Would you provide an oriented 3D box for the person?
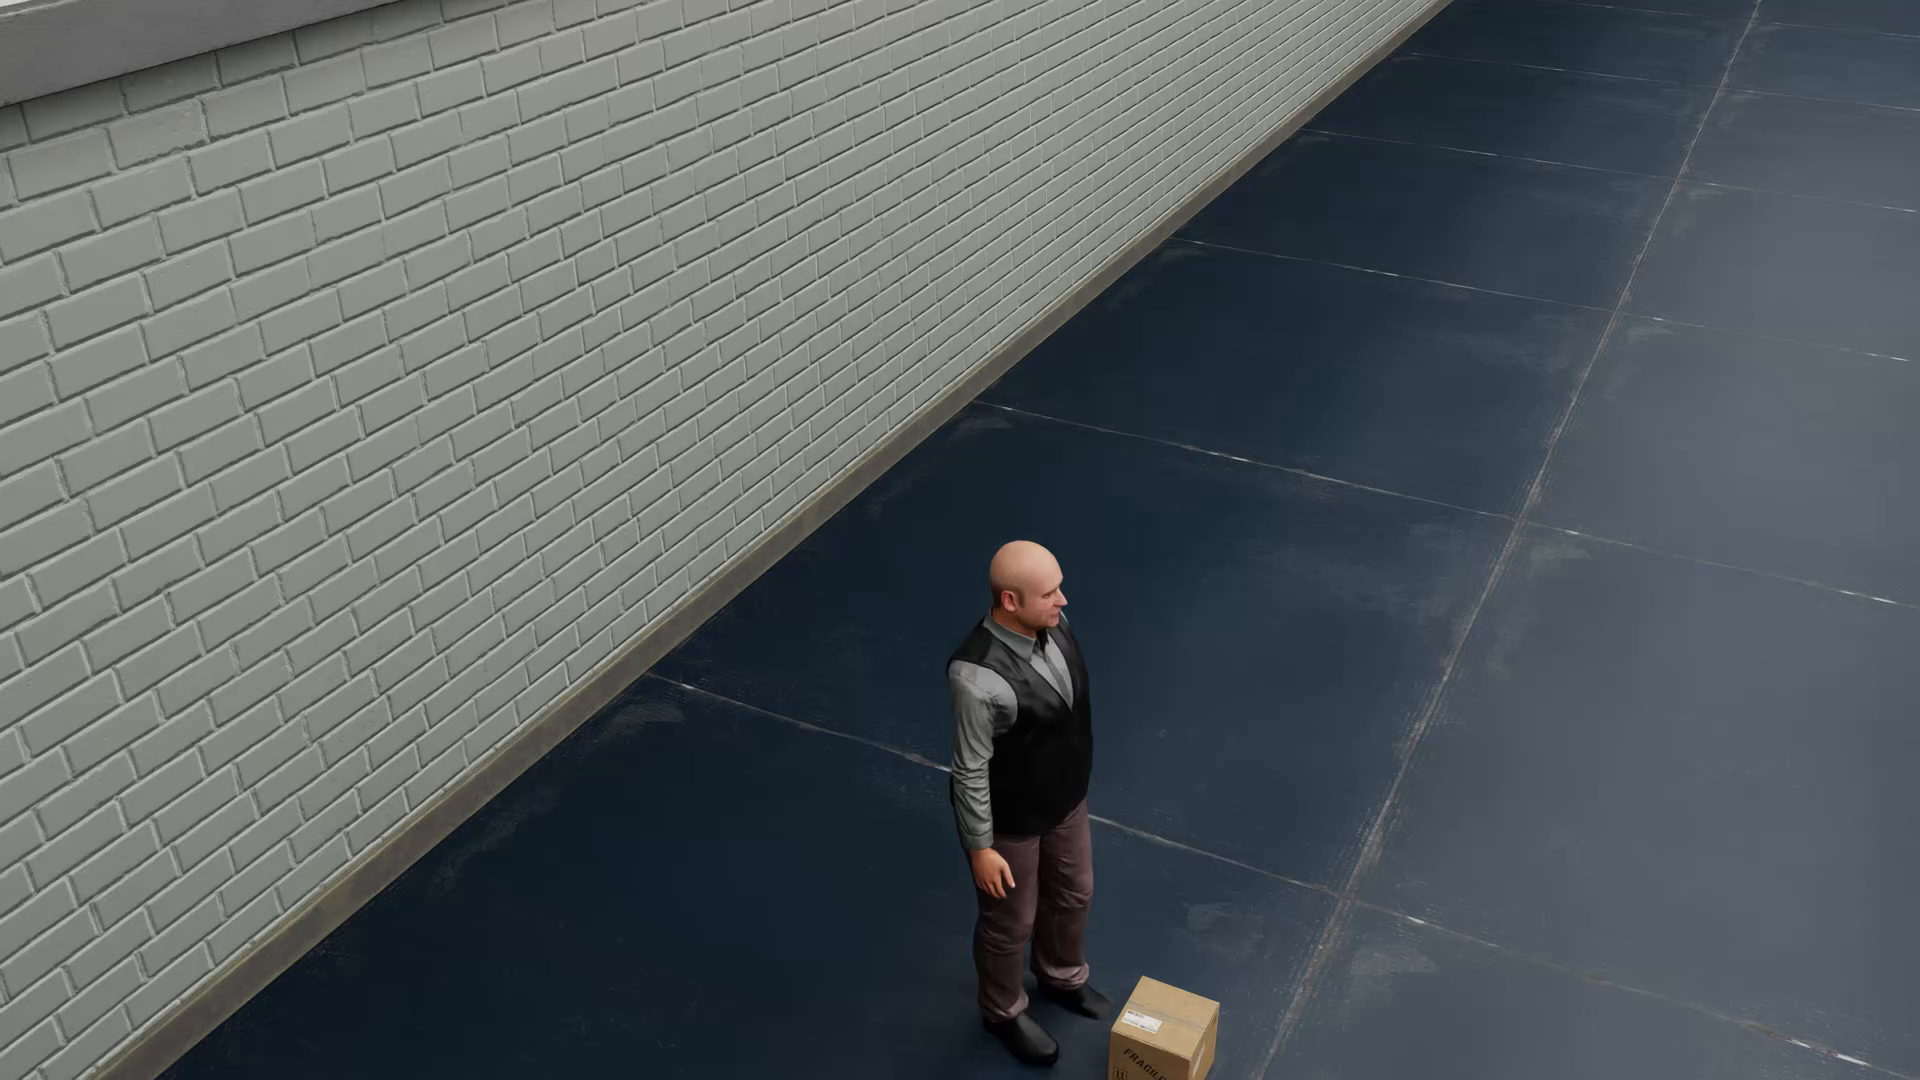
[{"bbox_3d":[0.207,0.805,4.797,0.440,1.780,0.589,19,35,29],"label":"person"}]
